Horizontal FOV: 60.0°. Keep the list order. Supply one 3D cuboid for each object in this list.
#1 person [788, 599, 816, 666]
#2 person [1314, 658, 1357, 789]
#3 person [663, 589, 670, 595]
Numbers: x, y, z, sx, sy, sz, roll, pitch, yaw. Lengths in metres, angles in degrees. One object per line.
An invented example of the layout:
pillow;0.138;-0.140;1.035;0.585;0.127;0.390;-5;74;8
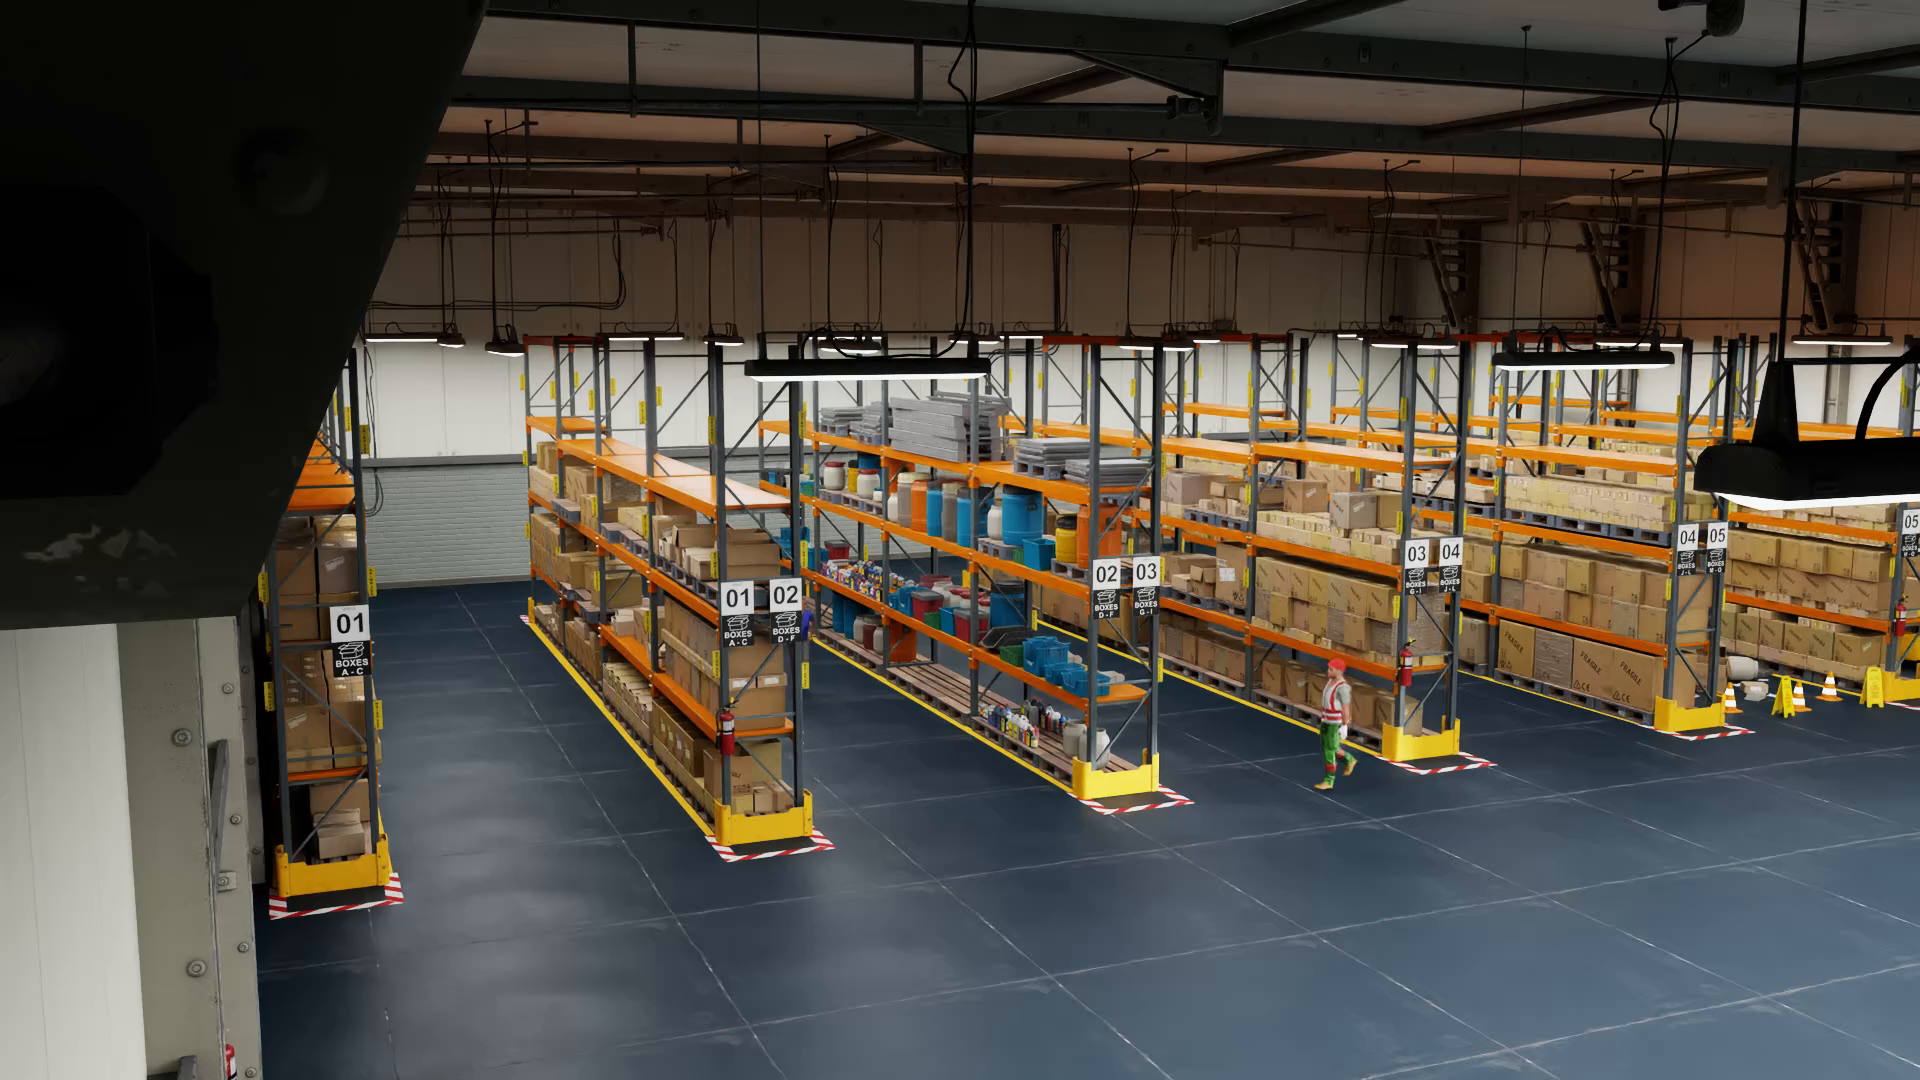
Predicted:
person;-2.688;1.719;27.913;0.561;1.564;0.740;-1;8;-10
person;5.115;2.464;22.485;0.823;1.770;0.551;-4;8;-26
person;-5.927;1.030;34.010;0.448;1.583;0.438;4;9;29
